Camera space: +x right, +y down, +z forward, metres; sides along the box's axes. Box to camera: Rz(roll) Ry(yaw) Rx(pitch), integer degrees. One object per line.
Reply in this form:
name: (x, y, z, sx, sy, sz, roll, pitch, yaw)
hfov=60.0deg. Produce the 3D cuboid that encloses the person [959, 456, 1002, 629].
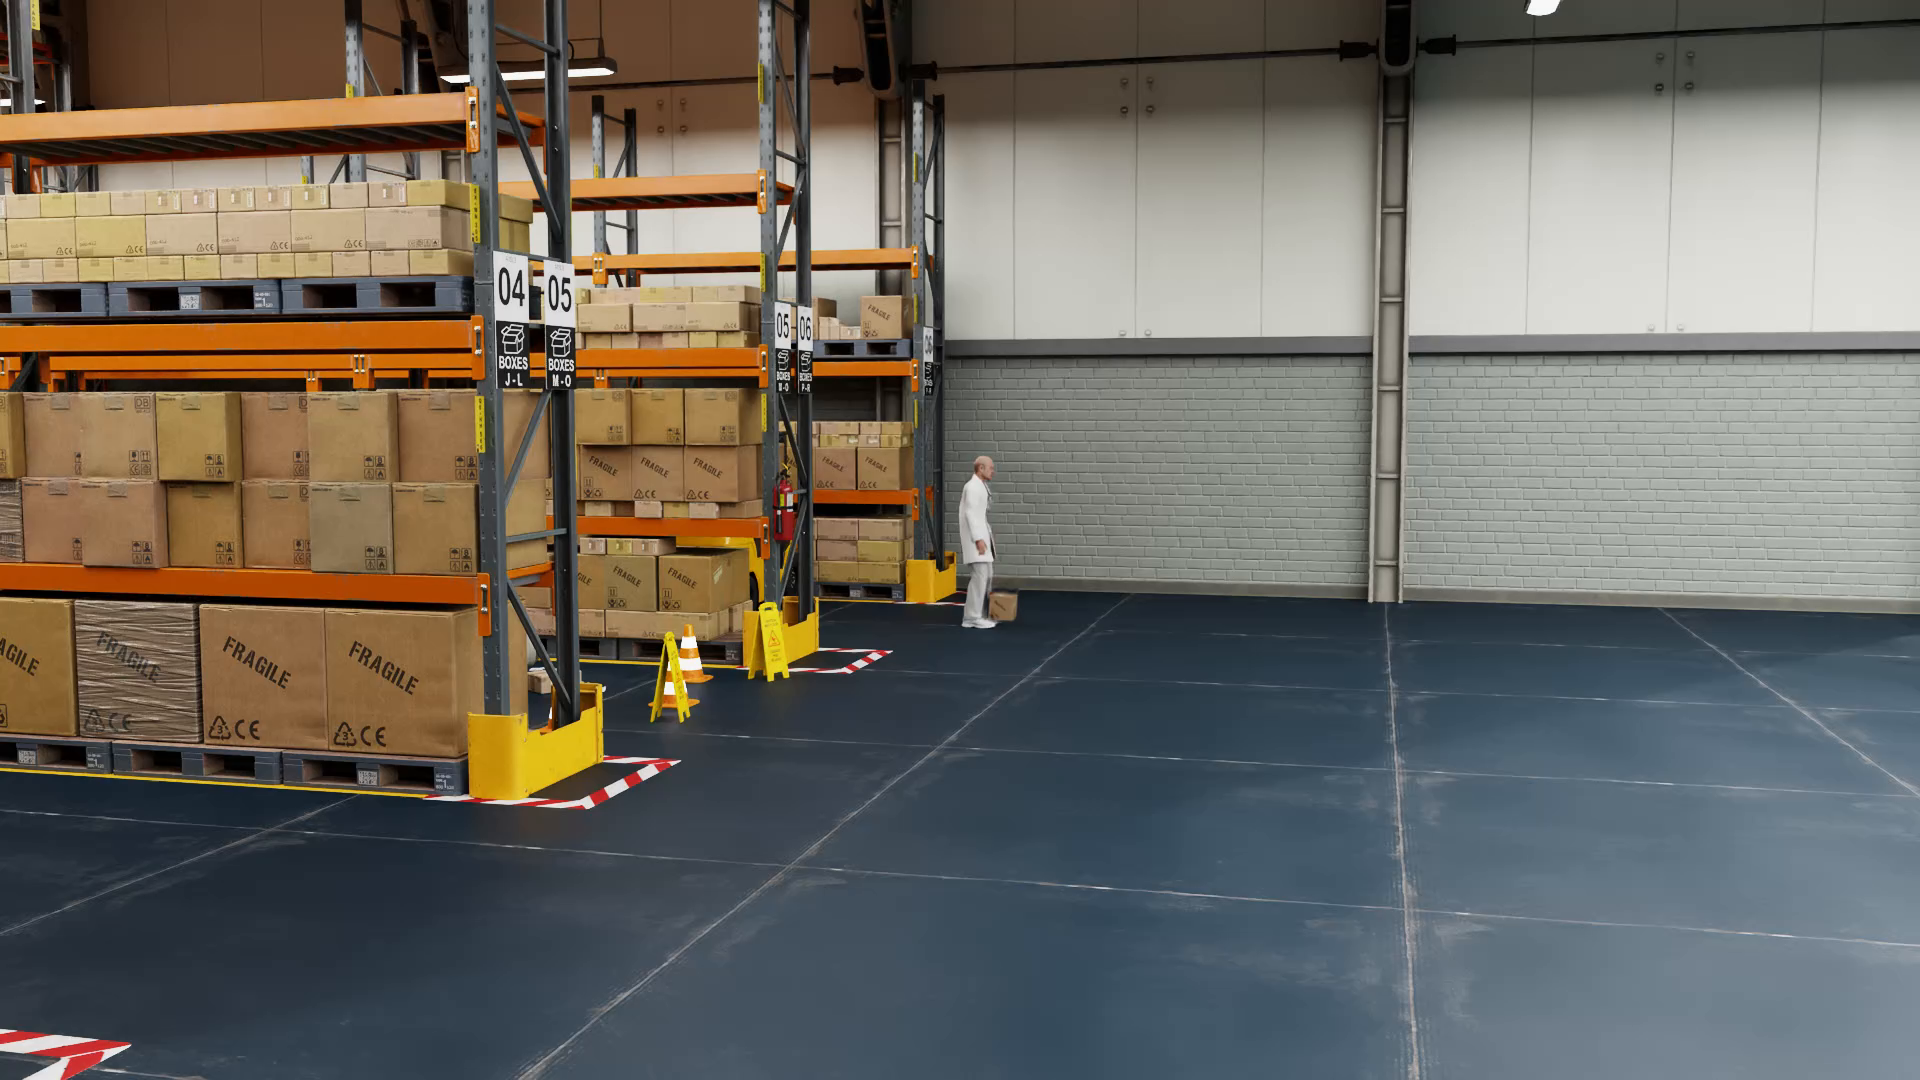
person: (0.206, 0.027, 17.324, 0.426, 1.743, 0.612, 1, 5, 12)
